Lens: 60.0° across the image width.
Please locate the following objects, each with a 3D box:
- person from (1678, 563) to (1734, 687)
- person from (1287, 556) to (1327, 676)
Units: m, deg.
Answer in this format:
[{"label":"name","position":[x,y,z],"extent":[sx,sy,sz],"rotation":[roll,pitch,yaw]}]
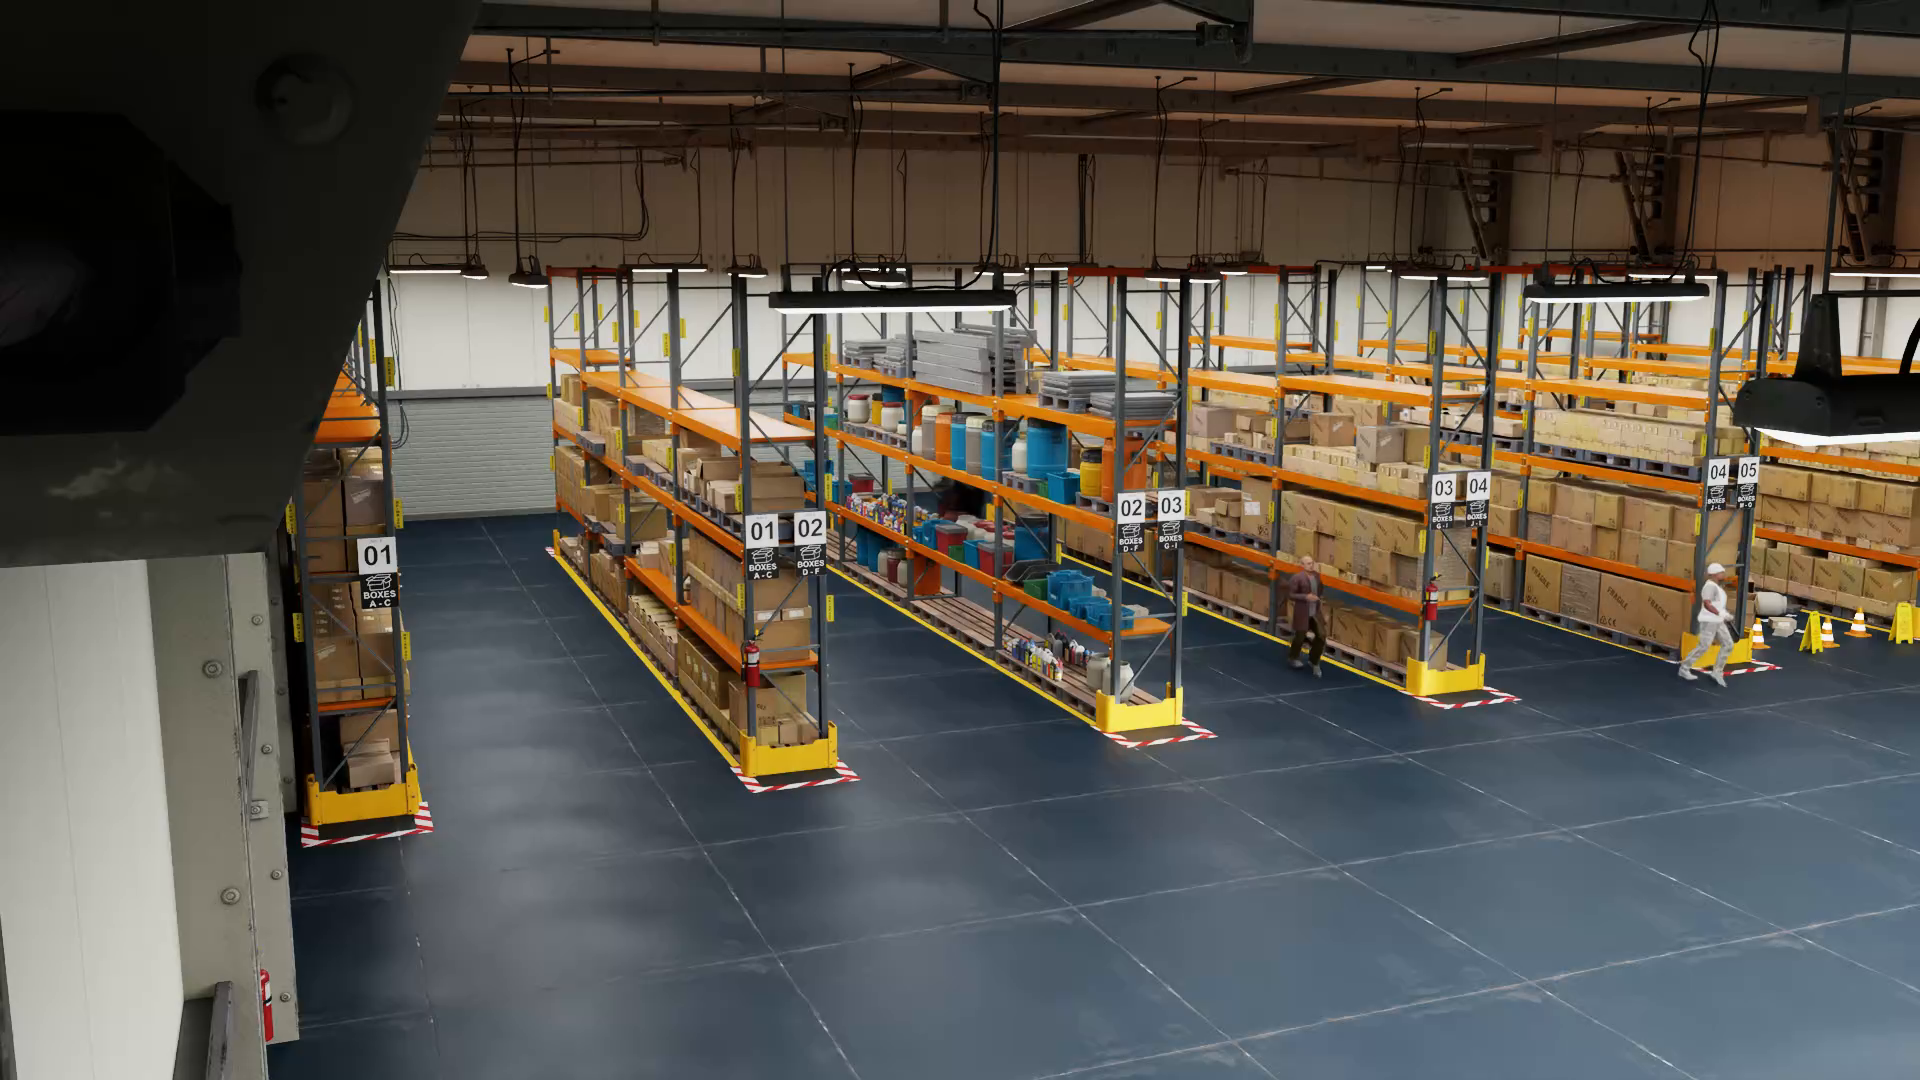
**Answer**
[{"label":"person","position":[11.076,1.239,24.546],"extent":[0.680,1.817,0.740],"rotation":[7,12,36]},{"label":"person","position":[5.218,1.143,25.041],"extent":[0.684,1.843,0.841],"rotation":[-4,11,-19]}]
